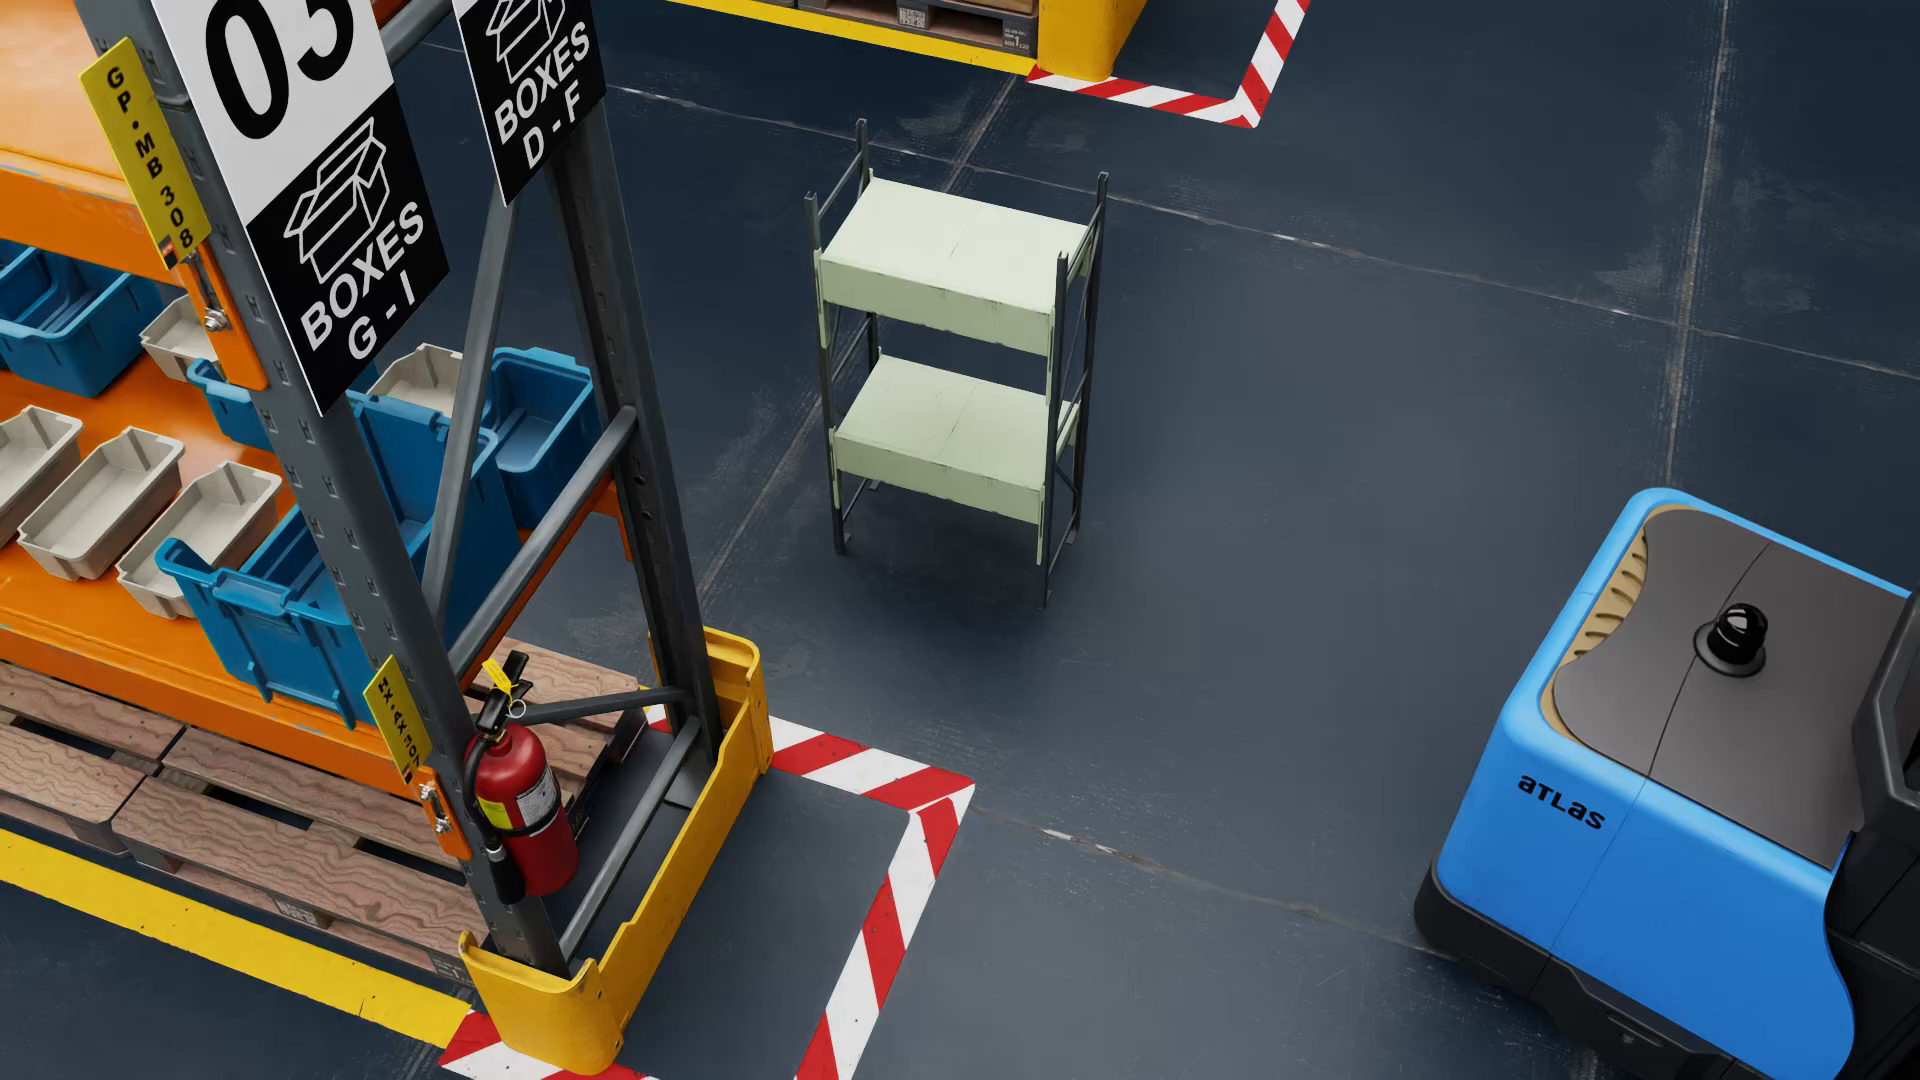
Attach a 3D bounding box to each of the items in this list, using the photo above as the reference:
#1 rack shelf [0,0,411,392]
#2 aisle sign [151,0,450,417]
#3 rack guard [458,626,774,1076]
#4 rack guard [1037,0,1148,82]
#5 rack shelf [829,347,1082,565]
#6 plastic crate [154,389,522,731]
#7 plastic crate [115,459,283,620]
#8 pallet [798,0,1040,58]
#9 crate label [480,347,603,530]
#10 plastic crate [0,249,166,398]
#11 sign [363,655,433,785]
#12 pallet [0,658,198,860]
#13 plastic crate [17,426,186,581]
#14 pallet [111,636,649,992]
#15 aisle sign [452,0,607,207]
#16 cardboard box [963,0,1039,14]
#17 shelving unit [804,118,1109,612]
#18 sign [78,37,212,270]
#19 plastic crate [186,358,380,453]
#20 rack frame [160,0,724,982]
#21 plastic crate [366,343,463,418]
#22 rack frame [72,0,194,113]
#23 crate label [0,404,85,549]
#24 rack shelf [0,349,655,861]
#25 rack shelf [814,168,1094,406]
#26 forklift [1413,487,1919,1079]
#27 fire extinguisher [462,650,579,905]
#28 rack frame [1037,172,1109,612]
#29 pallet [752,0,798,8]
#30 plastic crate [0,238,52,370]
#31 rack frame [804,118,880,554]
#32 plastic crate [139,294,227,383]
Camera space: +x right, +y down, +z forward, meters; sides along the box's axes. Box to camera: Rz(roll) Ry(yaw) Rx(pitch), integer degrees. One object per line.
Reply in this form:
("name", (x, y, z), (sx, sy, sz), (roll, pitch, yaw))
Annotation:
("rack shelf", (-2.827, -1.246, 3.336), (4.000, 0.370, 1.077), (16, 51, 13))
("aisle sign", (-0.984, -0.601, 2.565), (0.004, 0.787, 0.394), (16, 51, 13))
("rack guard", (-0.923, 0.840, 4.691), (0.348, 0.500, 1.175), (16, 51, 13))
("rack guard", (0.698, -2.687, 7.748), (0.348, 0.500, 1.175), (16, 51, 13))
("rack shelf", (-0.006, -0.279, 5.431), (0.720, 0.370, 0.431), (16, 51, 13))
("plastic crate", (-1.329, 0.038, 3.669), (0.499, 0.435, 0.616), (16, 51, 13))
("plastic crate", (-1.778, 0.006, 3.895), (0.243, 0.136, 0.396), (16, 51, 13))
("pallet", (-0.050, -2.801, 8.038), (1.213, 0.211, 1.003), (16, 51, 13))
("crate label", (-1.068, -0.239, 4.043), (0.303, 0.233, 0.416), (16, 51, 13))
("plastic crate", (-2.303, -0.584, 4.342), (0.300, 0.233, 0.416), (16, 51, 13))
("sign", (-1.126, 0.365, 3.341), (0.005, 0.325, 0.100), (16, 51, 13))
("pallet", (-2.851, 0.373, 5.287), (1.213, 0.211, 1.003), (16, 51, 13))
("plastic crate", (-2.045, -0.081, 3.970), (0.243, 0.136, 0.396), (16, 51, 13))
("pallet", (-1.711, 0.694, 5.009), (1.213, 0.211, 1.003), (16, 51, 13))
("aisle sign", (-0.780, -1.019, 2.928), (0.004, 0.787, 0.394), (16, 51, 13))
("cardboard box", (0.174, -2.779, 7.537), (0.500, 0.500, 0.500), (16, 51, 13))
("shelving unit", (-0.006, -0.493, 5.185), (0.755, 1.500, 0.431), (16, 51, 13))
("sign", (-1.126, -0.530, 2.309), (0.005, 0.325, 0.100), (16, 51, 13))
("plastic crate", (-1.685, -0.411, 4.192), (0.300, 0.233, 0.416), (16, 51, 13))
("rack frame", (-0.950, 0.024, 3.744), (0.127, 3.000, 1.000), (16, 51, 13))
("plastic crate", (-1.340, -0.350, 4.203), (0.298, 0.136, 0.250), (16, 51, 13))
("rack frame", (-0.950, -1.941, 1.477), (0.127, 3.000, 1.000), (16, 51, 13))
("crate label", (-2.315, -0.136, 4.018), (0.243, 0.136, 0.396), (16, 51, 13))
("rack shelf", (-2.827, -0.264, 4.470), (4.000, 0.370, 1.077), (16, 51, 13))
("rack shelf", (-0.006, -0.749, 4.890), (0.720, 0.370, 0.431), (16, 51, 13))
("forklift", (2.784, 0.522, 3.358), (3.031, 2.935, 1.130), (28, 55, 22))
("fire extinguisher", (-0.966, 0.533, 3.601), (0.183, 0.674, 0.296), (16, 51, 13))
("rack frame", (0.337, -0.397, 5.102), (0.023, 1.500, 0.400), (16, 51, 13))
("pallet", (-1.190, -3.121, 8.316), (1.213, 0.211, 1.003), (16, 51, 13))
("plastic crate", (-2.585, -0.662, 4.410), (0.300, 0.233, 0.416), (16, 51, 13))
("rack frame", (-0.350, -0.589, 5.268), (0.023, 1.500, 0.400), (16, 51, 13))
("plastic crate", (-1.976, -0.528, 4.357), (0.298, 0.136, 0.250), (16, 51, 13))
